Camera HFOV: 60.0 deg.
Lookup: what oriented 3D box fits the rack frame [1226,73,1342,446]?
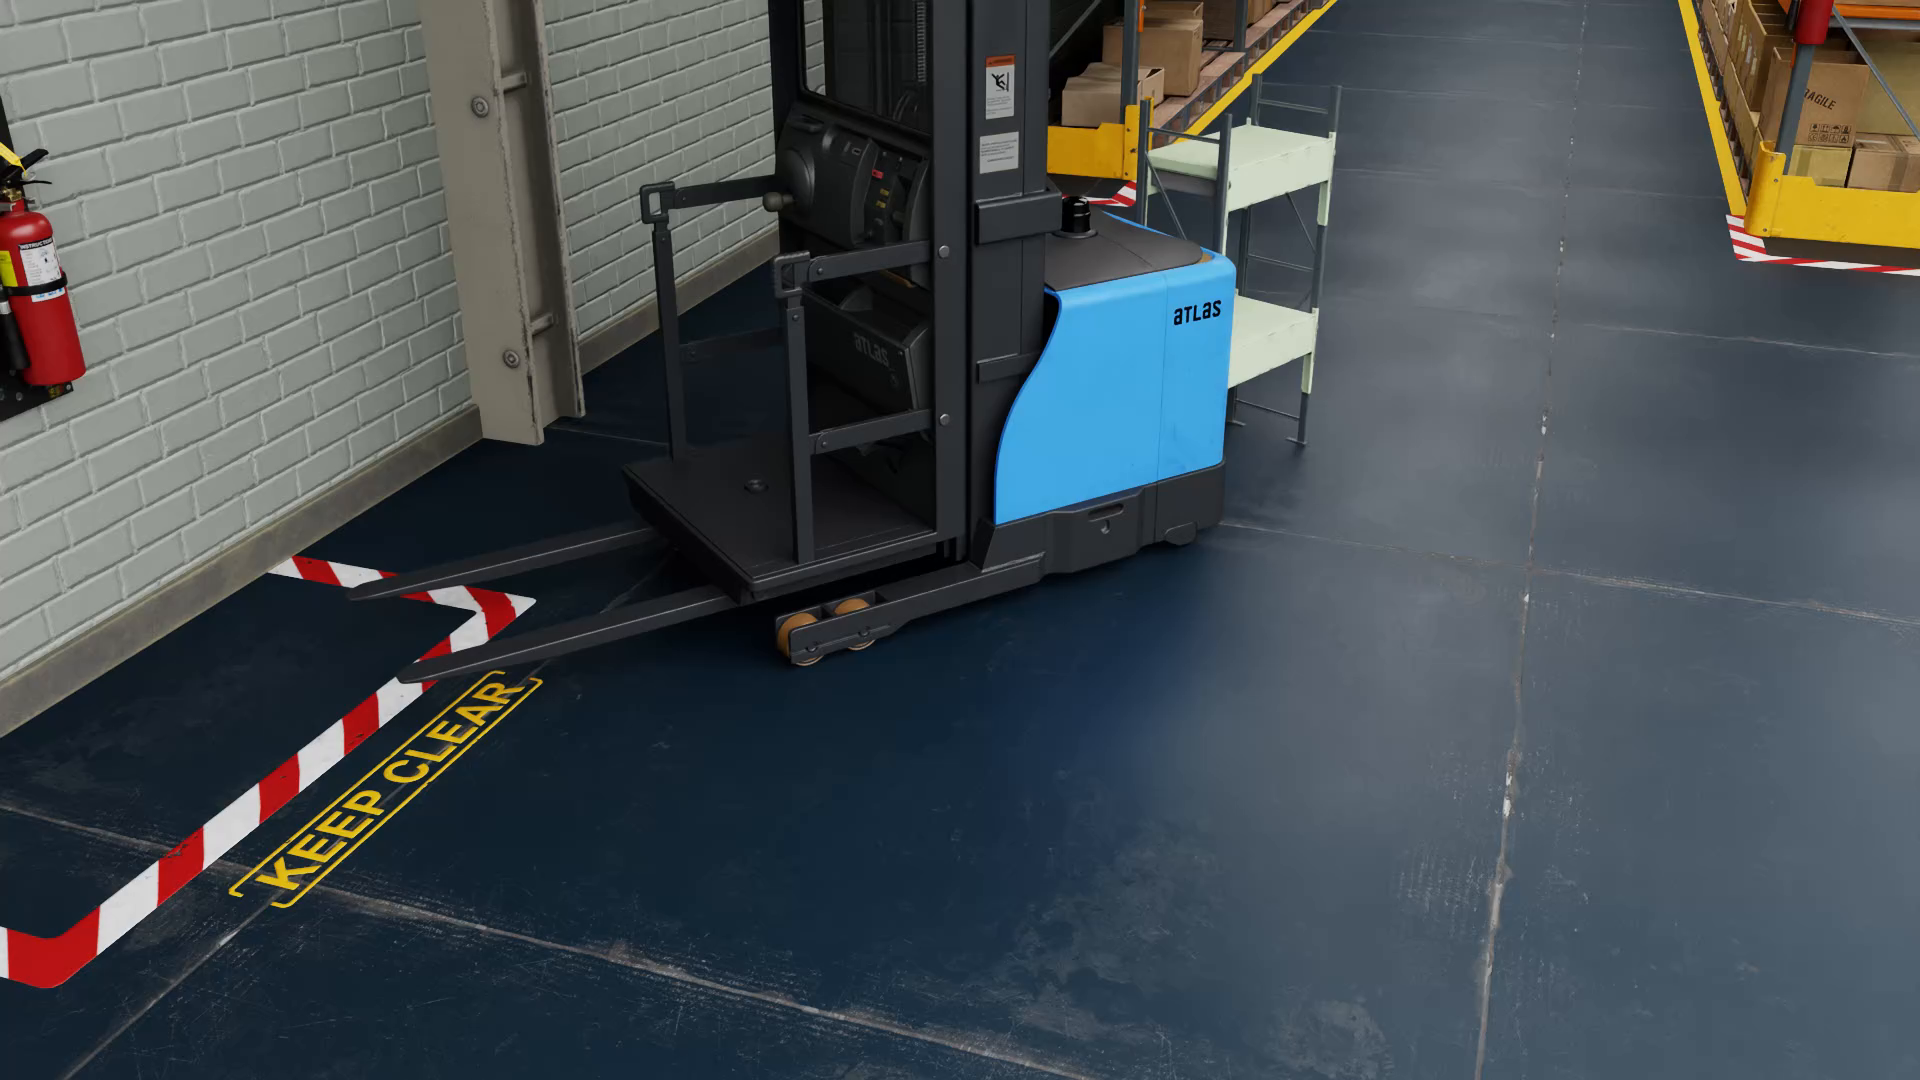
[{"bbox_3d":[1.326,-1.140,6.884,0.400,1.500,0.023,22,34,38],"label":"rack frame"}]

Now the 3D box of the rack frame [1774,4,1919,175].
[{"bbox_3d":[5.376,-3.191,9.399,1.000,3.000,0.127,9,27,17],"label":"rack frame"}]

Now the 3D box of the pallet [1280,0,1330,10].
[{"bbox_3d":[3.699,-6.254,18.924,1.003,0.211,1.213,9,27,17],"label":"pallet"}]

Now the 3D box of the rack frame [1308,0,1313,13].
[{"bbox_3d":[3.365,-7.196,17.670,1.000,3.000,0.127,9,27,17],"label":"rack frame"}]

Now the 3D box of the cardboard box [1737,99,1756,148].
[{"bbox_3d":[5.595,-2.819,11.303,0.500,0.250,0.500,9,27,17],"label":"cardboard box"}]

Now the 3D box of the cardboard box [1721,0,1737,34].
[{"bbox_3d":[6.738,-4.462,14.053,0.500,0.311,0.500,10,27,19],"label":"cardboard box"}]

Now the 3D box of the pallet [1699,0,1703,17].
[{"bbox_3d":[8.322,-5.525,17.419,1.003,0.211,1.213,9,27,17],"label":"pallet"}]

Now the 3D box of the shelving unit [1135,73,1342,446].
[{"bbox_3d":[1.075,-1.024,6.644,0.431,1.500,0.755,22,34,38],"label":"shelving unit"}]

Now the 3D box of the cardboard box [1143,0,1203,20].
[{"bbox_3d":[1.726,-4.193,13.831,0.500,0.500,0.500,7,27,14],"label":"cardboard box"}]

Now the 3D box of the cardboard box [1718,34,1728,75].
[{"bbox_3d":[6.571,-3.999,13.741,0.500,0.250,0.500,8,27,17],"label":"cardboard box"}]

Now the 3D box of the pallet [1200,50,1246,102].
[{"bbox_3d":[1.844,-4.016,14.302,1.003,0.211,1.213,9,27,17],"label":"pallet"}]

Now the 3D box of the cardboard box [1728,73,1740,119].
[{"bbox_3d":[5.924,-3.231,12.153,0.500,0.250,0.500,9,27,17],"label":"cardboard box"}]

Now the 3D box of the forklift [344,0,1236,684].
[{"bbox_3d":[-0.534,-1.173,5.310,3.031,2.935,1.130,-15,30,-29],"label":"forklift"}]

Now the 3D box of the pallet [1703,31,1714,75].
[{"bbox_3d":[7.319,-4.392,15.078,1.003,0.211,1.213,9,27,17],"label":"pallet"}]

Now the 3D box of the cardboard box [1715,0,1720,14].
[{"bbox_3d":[7.077,-4.872,14.901,0.500,0.311,0.500,8,27,17],"label":"cardboard box"}]

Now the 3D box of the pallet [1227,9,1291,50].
[{"bbox_3d":[2.696,-5.120,16.583,1.003,0.211,1.213,9,27,17],"label":"pallet"}]

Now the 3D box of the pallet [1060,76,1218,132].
[{"bbox_3d":[1.440,-3.513,13.263,1.003,0.211,1.213,9,27,17],"label":"pallet"}]

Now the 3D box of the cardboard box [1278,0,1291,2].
[{"bbox_3d":[3.175,-5.965,17.492,0.700,0.500,0.500,9,27,18],"label":"cardboard box"}]

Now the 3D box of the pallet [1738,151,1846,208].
[{"bbox_3d":[5.591,-2.257,10.669,1.003,0.211,1.213,9,27,17],"label":"pallet"}]

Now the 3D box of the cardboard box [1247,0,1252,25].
[{"bbox_3d":[2.388,-5.149,15.807,0.700,0.500,0.500,8,27,16],"label":"cardboard box"}]

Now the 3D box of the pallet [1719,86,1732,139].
[{"bbox_3d":[6.402,-3.259,12.739,1.003,0.211,1.213,9,27,17],"label":"pallet"}]

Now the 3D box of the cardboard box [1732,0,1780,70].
[{"bbox_3d":[6.098,-3.772,12.412,0.500,0.500,0.500,9,27,17],"label":"cardboard box"}]

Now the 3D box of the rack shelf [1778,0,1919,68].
[{"bbox_3d":[6.041,-3.689,11.254,1.077,0.370,4.000,9,27,17],"label":"rack shelf"}]

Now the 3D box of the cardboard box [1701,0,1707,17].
[{"bbox_3d":[7.586,-5.258,16.340,0.500,0.250,0.500,9,27,17],"label":"cardboard box"}]

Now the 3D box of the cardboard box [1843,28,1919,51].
[{"bbox_3d":[6.083,-3.082,10.985,0.500,0.500,0.500,9,27,17],"label":"cardboard box"}]

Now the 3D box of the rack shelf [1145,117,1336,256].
[{"bbox_3d":[1.075,-1.375,6.474,0.431,0.370,0.720,22,34,38],"label":"rack shelf"}]

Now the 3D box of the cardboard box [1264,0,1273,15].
[{"bbox_3d":[2.755,-5.562,16.659,0.700,0.500,0.500,9,27,17],"label":"cardboard box"}]

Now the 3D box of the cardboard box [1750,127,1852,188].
[{"bbox_3d":[5.275,-2.406,10.451,0.500,0.250,0.500,9,27,17],"label":"cardboard box"}]

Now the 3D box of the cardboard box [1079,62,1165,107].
[{"bbox_3d":[1.208,-3.402,12.414,0.500,0.311,0.500,11,28,22],"label":"cardboard box"}]

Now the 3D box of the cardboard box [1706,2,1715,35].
[{"bbox_3d":[7.253,-4.837,15.470,0.500,0.250,0.500,8,27,16],"label":"cardboard box"}]

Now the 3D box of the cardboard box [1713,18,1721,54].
[{"bbox_3d":[6.911,-4.417,14.604,0.500,0.250,0.500,9,27,19],"label":"cardboard box"}]

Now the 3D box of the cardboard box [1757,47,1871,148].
[{"bbox_3d":[5.273,-2.744,10.288,0.500,0.500,0.500,9,27,17],"label":"cardboard box"}]

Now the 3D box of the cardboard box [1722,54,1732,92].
[{"bbox_3d":[6.266,-3.640,12.999,0.500,0.250,0.500,9,27,17],"label":"cardboard box"}]

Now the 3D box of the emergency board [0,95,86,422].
[{"bbox_3d":[-2.735,-0.846,4.554,0.194,1.169,0.643,9,27,17],"label":"emergency board"}]

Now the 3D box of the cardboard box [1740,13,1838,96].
[{"bbox_3d":[5.760,-3.362,11.565,0.500,0.500,0.500,9,27,17],"label":"cardboard box"}]

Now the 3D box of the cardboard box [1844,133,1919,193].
[{"bbox_3d":[5.764,-2.331,10.295,0.500,0.250,0.500,9,27,17],"label":"cardboard box"}]

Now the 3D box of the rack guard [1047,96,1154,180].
[{"bbox_3d":[0.728,-2.814,11.489,1.175,0.500,0.348,9,27,17],"label":"rack guard"}]

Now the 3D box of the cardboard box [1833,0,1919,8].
[{"bbox_3d":[5.543,-3.426,9.770,0.700,0.500,0.500,9,27,17],"label":"cardboard box"}]
